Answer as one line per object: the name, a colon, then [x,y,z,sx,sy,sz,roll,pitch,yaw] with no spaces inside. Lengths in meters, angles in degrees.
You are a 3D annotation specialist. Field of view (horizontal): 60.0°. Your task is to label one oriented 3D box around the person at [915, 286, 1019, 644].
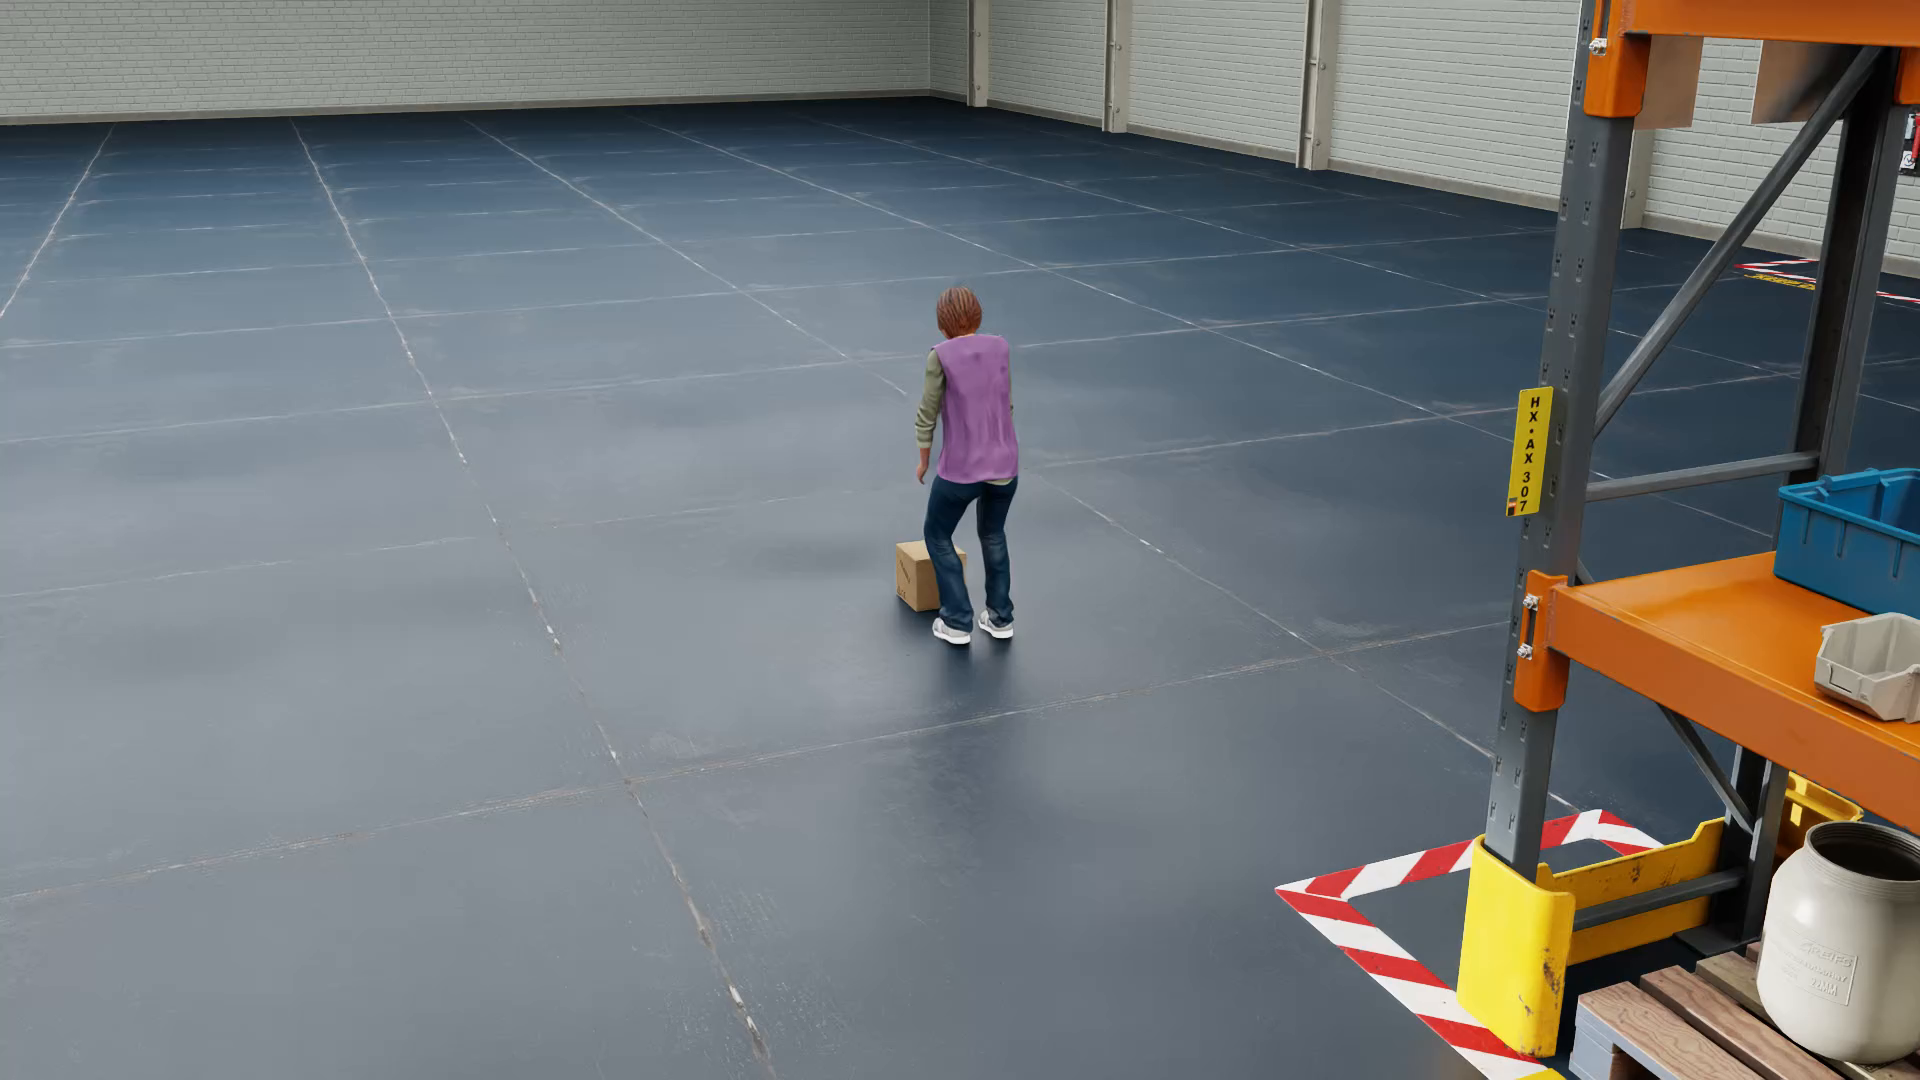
person: [0.028,-0.288,7.059,0.437,1.510,0.437,-7,21,-21]
